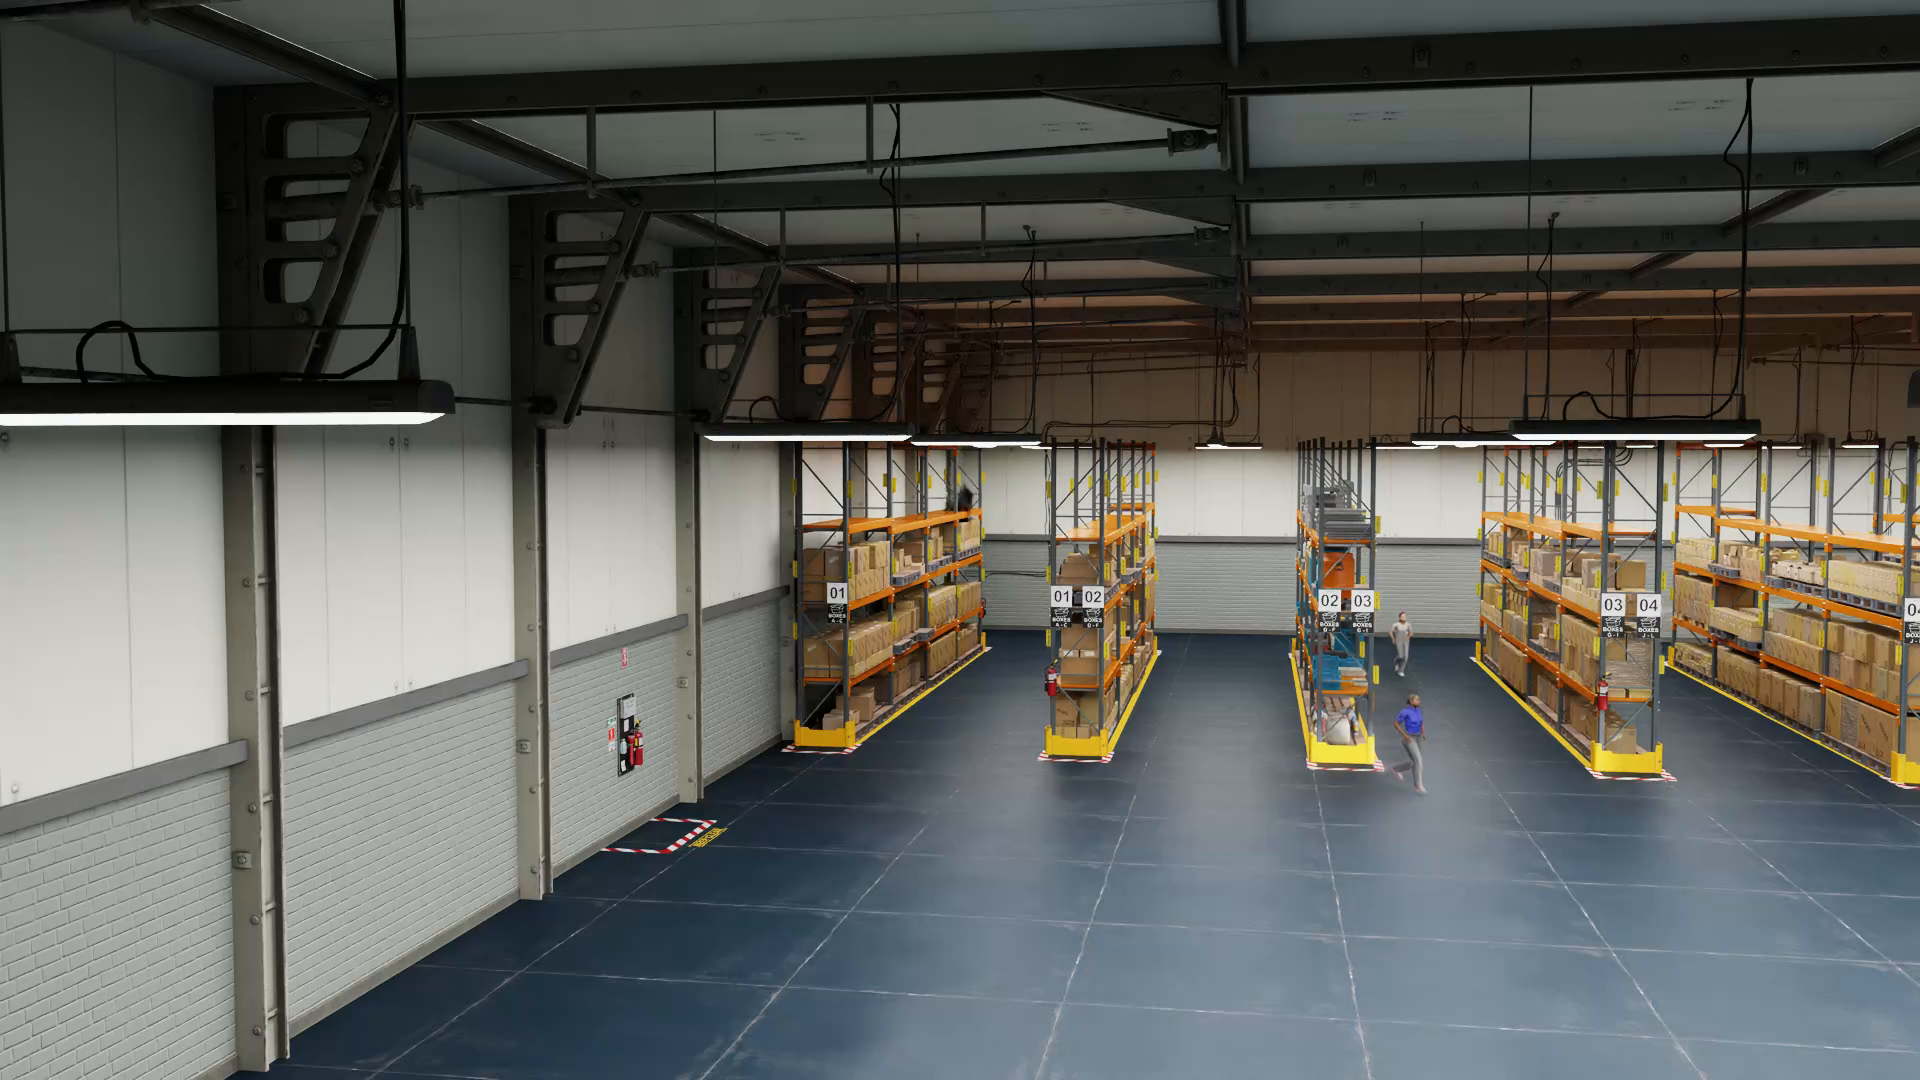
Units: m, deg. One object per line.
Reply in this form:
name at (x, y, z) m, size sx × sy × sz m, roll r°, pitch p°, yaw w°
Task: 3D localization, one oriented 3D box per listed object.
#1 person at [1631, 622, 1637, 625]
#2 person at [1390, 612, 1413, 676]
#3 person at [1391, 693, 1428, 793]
person at (17.704, 2.550, 43.938) m, size 0.703 × 1.745 × 0.676 m, roll 2°, pitch 3°, yaw 27°
person at (11.299, 2.662, 42.471) m, size 0.557 × 1.630 × 0.553 m, roll 0°, pitch 3°, yaw -1°
person at (7.656, 3.435, 28.251) m, size 0.599 × 1.662 × 0.819 m, roll -2°, pitch 4°, yaw -38°
